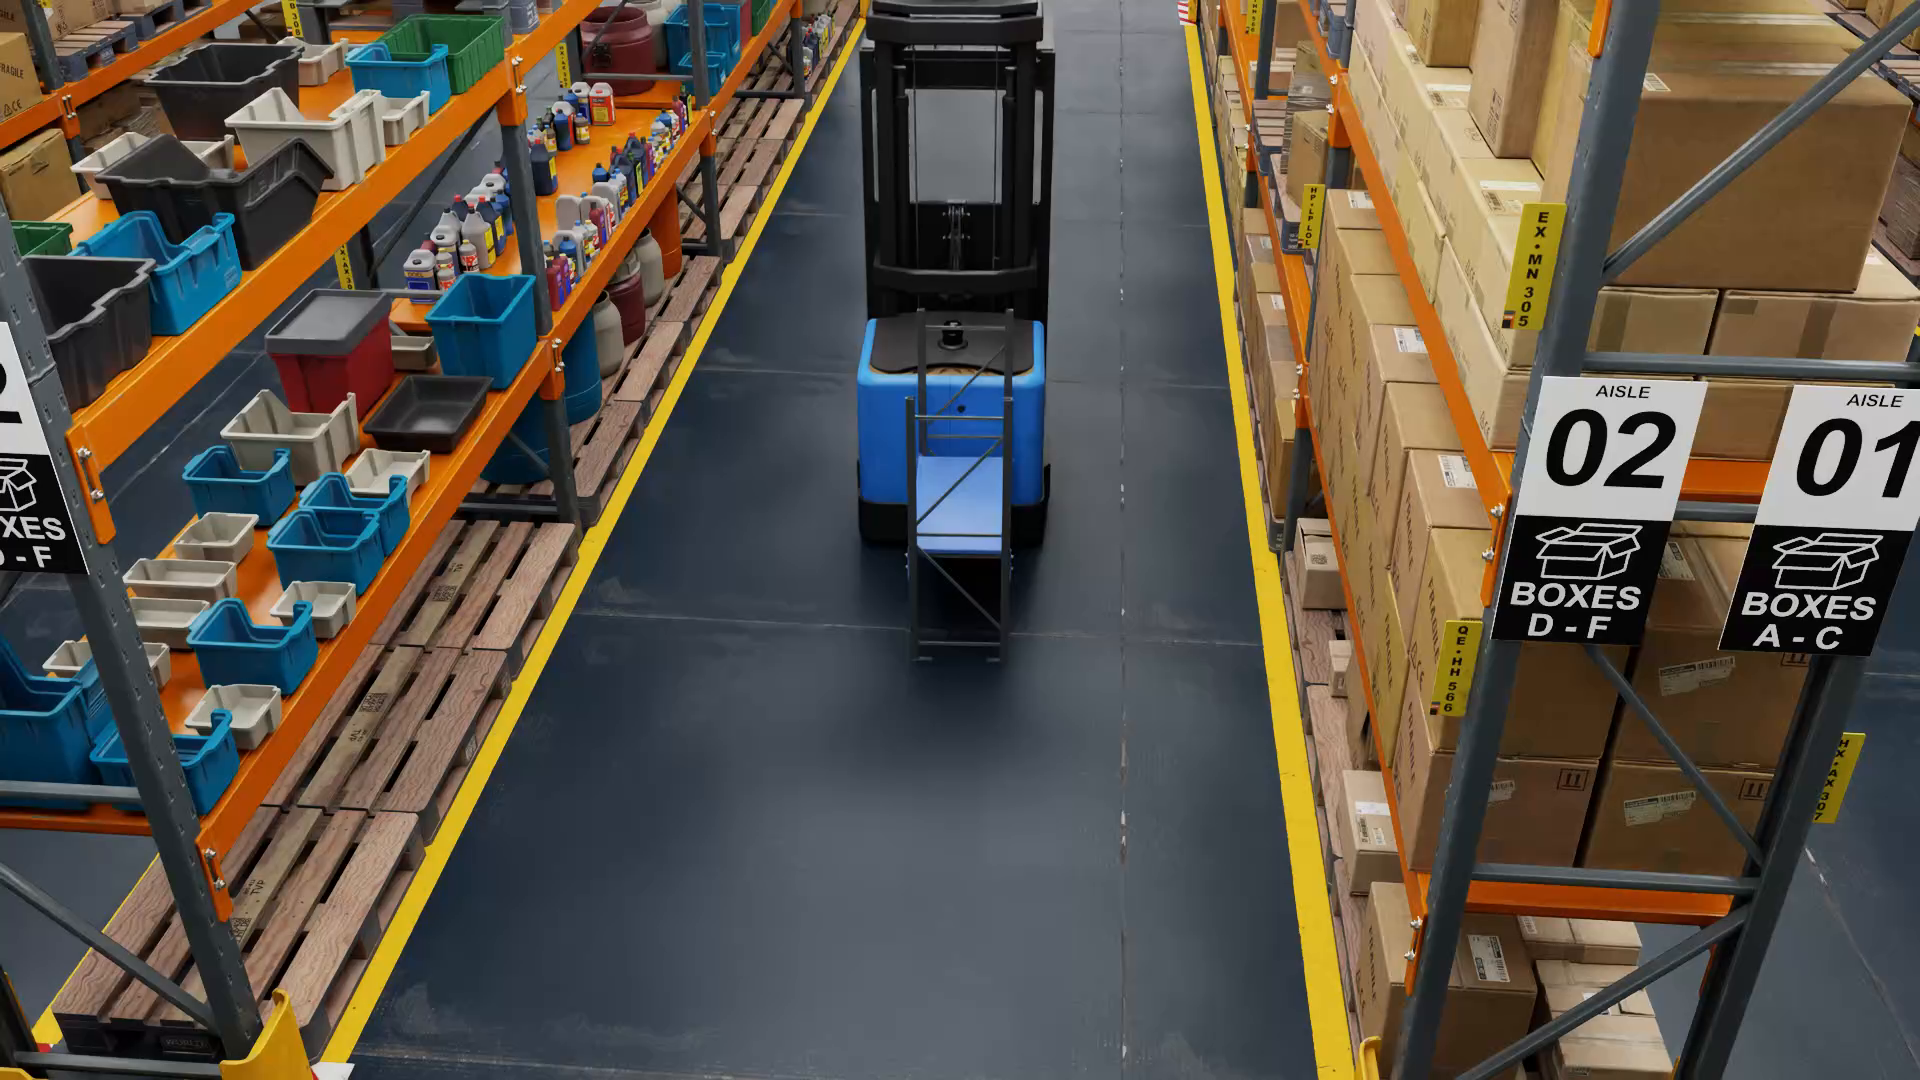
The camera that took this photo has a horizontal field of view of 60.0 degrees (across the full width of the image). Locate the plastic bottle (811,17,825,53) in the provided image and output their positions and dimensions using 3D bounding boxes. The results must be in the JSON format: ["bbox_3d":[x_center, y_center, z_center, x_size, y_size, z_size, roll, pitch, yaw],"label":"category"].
[{"bbox_3d":[-1.485,-5.248,17.292,0.144,0.351,0.185,2,32,4],"label":"plastic bottle"}]

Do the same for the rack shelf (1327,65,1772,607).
[{"bbox_3d":[2.108,-0.991,6.106,1.077,0.370,4.000,2,32,4],"label":"rack shelf"}]

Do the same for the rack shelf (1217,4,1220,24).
[{"bbox_3d":[3.085,-5.989,17.075,1.077,0.370,4.000,2,32,4],"label":"rack shelf"}]

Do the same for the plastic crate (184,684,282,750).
[{"bbox_3d":[-2.535,0.620,5.860,0.250,0.136,0.298,2,32,4],"label":"plastic crate"}]

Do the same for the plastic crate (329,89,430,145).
[{"bbox_3d":[-2.390,-1.763,6.924,0.293,0.136,0.466,2,32,4],"label":"plastic crate"}]

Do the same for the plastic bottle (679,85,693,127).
[{"bbox_3d":[-1.948,-3.092,11.799,0.061,0.283,0.133,2,32,4],"label":"plastic bottle"}]

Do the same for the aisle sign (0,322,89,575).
[{"bbox_3d":[-2.701,-0.244,4.590,0.394,0.787,0.004,2,32,4],"label":"aisle sign"}]

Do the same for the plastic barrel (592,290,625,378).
[{"bbox_3d":[-2.412,-1.345,10.824,0.421,0.512,0.421,0,32,0],"label":"plastic barrel"}]

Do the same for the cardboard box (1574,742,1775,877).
[{"bbox_3d":[2.244,0.762,5.339,0.500,0.500,0.500,3,32,5],"label":"cardboard box"}]

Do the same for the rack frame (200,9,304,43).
[{"bbox_3d":[-6.951,-5.674,15.879,1.000,3.000,0.127,2,32,4],"label":"rack frame"}]

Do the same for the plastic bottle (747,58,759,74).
[{"bbox_3d":[-2.106,-4.865,16.671,0.144,0.351,0.185,2,32,4],"label":"plastic bottle"}]

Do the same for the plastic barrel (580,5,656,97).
[{"bbox_3d":[-2.605,-3.685,12.520,0.600,0.536,0.708,2,32,4],"label":"plastic barrel"}]

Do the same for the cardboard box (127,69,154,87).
[{"bbox_3d":[-7.125,-3.936,15.021,0.700,0.500,0.500,0,32,0],"label":"cardboard box"}]

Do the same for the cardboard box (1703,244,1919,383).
[{"bbox_3d":[2.246,-0.658,4.546,0.500,0.250,0.500,2,32,4],"label":"cardboard box"}]

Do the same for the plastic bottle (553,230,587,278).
[{"bbox_3d":[-2.219,-1.644,9.457,0.152,0.276,0.135,2,32,4],"label":"plastic bottle"}]

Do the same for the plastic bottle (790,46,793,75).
[{"bbox_3d":[-1.659,-4.816,16.656,0.061,0.283,0.133,2,32,4],"label":"plastic bottle"}]

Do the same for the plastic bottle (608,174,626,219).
[{"bbox_3d":[-2.118,-2.115,10.227,0.097,0.271,0.097,0,32,0],"label":"plastic bottle"}]

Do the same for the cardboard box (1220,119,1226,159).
[{"bbox_3d":[2.560,-3.519,14.602,0.500,0.250,0.500,2,32,2],"label":"cardboard box"}]

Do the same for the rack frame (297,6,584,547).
[{"bbox_3d":[-2.666,-1.280,8.747,1.000,3.000,0.127,2,32,4],"label":"rack frame"}]

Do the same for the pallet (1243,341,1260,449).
[{"bbox_3d":[2.396,-0.945,10.863,1.003,0.211,1.213,2,32,4],"label":"pallet"}]

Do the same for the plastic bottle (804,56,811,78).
[{"bbox_3d":[-1.535,-4.713,16.567,0.097,0.201,0.097,0,32,0],"label":"plastic bottle"}]

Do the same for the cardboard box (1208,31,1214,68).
[{"bbox_3d":[2.818,-5.032,17.058,0.500,0.250,0.500,2,32,4],"label":"cardboard box"}]

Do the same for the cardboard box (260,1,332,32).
[{"bbox_3d":[-6.840,-5.296,17.248,0.500,0.500,0.500,13,34,19],"label":"cardboard box"}]

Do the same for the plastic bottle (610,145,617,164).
[{"bbox_3d":[-2.200,-2.404,10.683,0.061,0.283,0.133,2,32,4],"label":"plastic bottle"}]

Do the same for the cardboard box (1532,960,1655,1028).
[{"bbox_3d":[2.342,1.709,6.178,0.380,0.166,0.250,2,32,4],"label":"cardboard box"}]

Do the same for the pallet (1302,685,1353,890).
[{"bbox_3d":[2.117,1.120,7.512,1.003,0.211,1.213,2,32,4],"label":"pallet"}]

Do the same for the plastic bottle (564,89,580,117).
[{"bbox_3d":[-2.734,-3.044,11.734,0.097,0.271,0.097,0,32,0],"label":"plastic bottle"}]

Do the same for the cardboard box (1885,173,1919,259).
[{"bbox_3d":[7.540,-2.450,12.610,0.700,0.500,0.500,3,32,5],"label":"cardboard box"}]

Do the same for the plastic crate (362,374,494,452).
[{"bbox_3d":[-2.489,-0.591,7.836,0.437,0.125,0.590,2,32,4],"label":"plastic crate"}]

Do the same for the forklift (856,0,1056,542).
[{"bbox_3d":[-0.006,-1.975,9.941,1.130,2.935,3.031,1,32,1],"label":"forklift"}]

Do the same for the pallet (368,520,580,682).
[{"bbox_3d":[-2.687,0.294,8.852,1.003,0.211,1.213,2,32,4],"label":"pallet"}]

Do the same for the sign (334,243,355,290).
[{"bbox_3d":[-3.214,-1.422,8.715,0.100,0.325,0.005,2,32,4],"label":"sign"}]

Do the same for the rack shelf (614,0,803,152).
[{"bbox_3d":[-2.178,-4.111,14.027,1.077,0.370,4.000,2,32,4],"label":"rack shelf"}]

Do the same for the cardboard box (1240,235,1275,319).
[{"bbox_3d":[2.237,-1.781,11.524,0.500,0.500,0.500,1,32,2],"label":"cardboard box"}]

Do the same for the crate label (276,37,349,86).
[{"bbox_3d":[-2.994,-2.201,7.635,0.293,0.136,0.466,2,32,4],"label":"crate label"}]

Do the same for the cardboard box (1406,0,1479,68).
[{"bbox_3d":[2.052,-2.038,6.071,0.700,0.500,0.500,2,32,4],"label":"cardboard box"}]

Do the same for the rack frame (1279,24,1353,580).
[{"bbox_3d":[2.271,-1.066,8.401,1.000,3.000,0.127,2,32,4],"label":"rack frame"}]

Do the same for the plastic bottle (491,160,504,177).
[{"bbox_3d":[-2.882,-2.219,10.383,0.061,0.283,0.133,2,32,4],"label":"plastic bottle"}]

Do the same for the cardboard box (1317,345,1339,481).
[{"bbox_3d":[1.919,-0.586,7.527,0.500,0.500,0.500,3,32,5],"label":"cardboard box"}]

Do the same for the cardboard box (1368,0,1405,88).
[{"bbox_3d":[1.945,-1.987,6.702,0.500,0.250,0.500,2,32,4],"label":"cardboard box"}]

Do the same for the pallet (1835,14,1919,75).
[{"bbox_3d":[7.654,-3.903,13.188,1.003,0.211,1.213,2,32,4],"label":"pallet"}]

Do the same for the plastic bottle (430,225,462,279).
[{"bbox_3d":[-2.926,-1.638,9.447,0.152,0.276,0.135,2,32,4],"label":"plastic bottle"}]

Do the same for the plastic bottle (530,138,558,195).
[{"bbox_3d":[-2.665,-2.393,10.601,0.144,0.351,0.185,2,32,4],"label":"plastic bottle"}]

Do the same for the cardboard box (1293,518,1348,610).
[{"bbox_3d":[2.021,0.102,8.650,0.500,0.311,0.500,2,32,4],"label":"cardboard box"}]

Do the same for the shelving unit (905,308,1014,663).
[{"bbox_3d":[0.012,-0.288,8.567,0.538,1.500,1.048,1,32,1],"label":"shelving unit"}]

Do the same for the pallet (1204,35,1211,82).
[{"bbox_3d":[3.125,-5.116,17.630,1.003,0.211,1.213,2,32,4],"label":"pallet"}]

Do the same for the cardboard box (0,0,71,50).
[{"bbox_3d":[-7.273,-4.088,12.809,0.500,0.500,0.500,-1,32,-2],"label":"cardboard box"}]

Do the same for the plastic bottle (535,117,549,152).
[{"bbox_3d":[-2.811,-2.678,11.128,0.061,0.283,0.133,2,32,4],"label":"plastic bottle"}]

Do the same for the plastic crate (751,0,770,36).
[{"bbox_3d":[-1.875,-4.450,14.094,0.450,0.188,0.662,2,32,4],"label":"plastic crate"}]

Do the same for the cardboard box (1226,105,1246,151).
[{"bbox_3d":[2.516,-3.487,14.015,0.500,0.311,0.500,3,32,5],"label":"cardboard box"}]

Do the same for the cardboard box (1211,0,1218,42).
[{"bbox_3d":[2.831,-5.351,16.860,0.500,0.500,0.500,2,32,4],"label":"cardboard box"}]

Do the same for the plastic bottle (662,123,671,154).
[{"bbox_3d":[-2.018,-2.724,11.281,0.097,0.201,0.097,0,32,0],"label":"plastic bottle"}]

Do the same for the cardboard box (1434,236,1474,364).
[{"bbox_3d":[1.776,-0.728,5.137,0.500,0.250,0.500,2,32,4],"label":"cardboard box"}]

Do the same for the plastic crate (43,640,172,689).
[{"bbox_3d":[-3.106,0.465,6.111,0.396,0.136,0.243,2,32,4],"label":"plastic crate"}]

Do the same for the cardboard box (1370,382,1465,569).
[{"bbox_3d":[1.785,-0.223,5.984,0.500,0.500,0.500,3,32,5],"label":"cardboard box"}]

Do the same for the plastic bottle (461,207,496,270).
[{"bbox_3d":[-2.774,-1.747,9.553,0.144,0.351,0.185,2,32,4],"label":"plastic bottle"}]

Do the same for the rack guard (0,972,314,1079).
[{"bbox_3d":[-2.981,1.889,5.988,1.175,0.500,0.348,2,32,4],"label":"rack guard"}]

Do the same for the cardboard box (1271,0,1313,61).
[{"bbox_3d":[2.717,-4.078,13.194,0.500,0.500,0.500,1,32,1],"label":"cardboard box"}]

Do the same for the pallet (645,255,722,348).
[{"bbox_3d":[-2.363,-1.770,12.201,1.003,0.211,1.213,2,32,4],"label":"pallet"}]
